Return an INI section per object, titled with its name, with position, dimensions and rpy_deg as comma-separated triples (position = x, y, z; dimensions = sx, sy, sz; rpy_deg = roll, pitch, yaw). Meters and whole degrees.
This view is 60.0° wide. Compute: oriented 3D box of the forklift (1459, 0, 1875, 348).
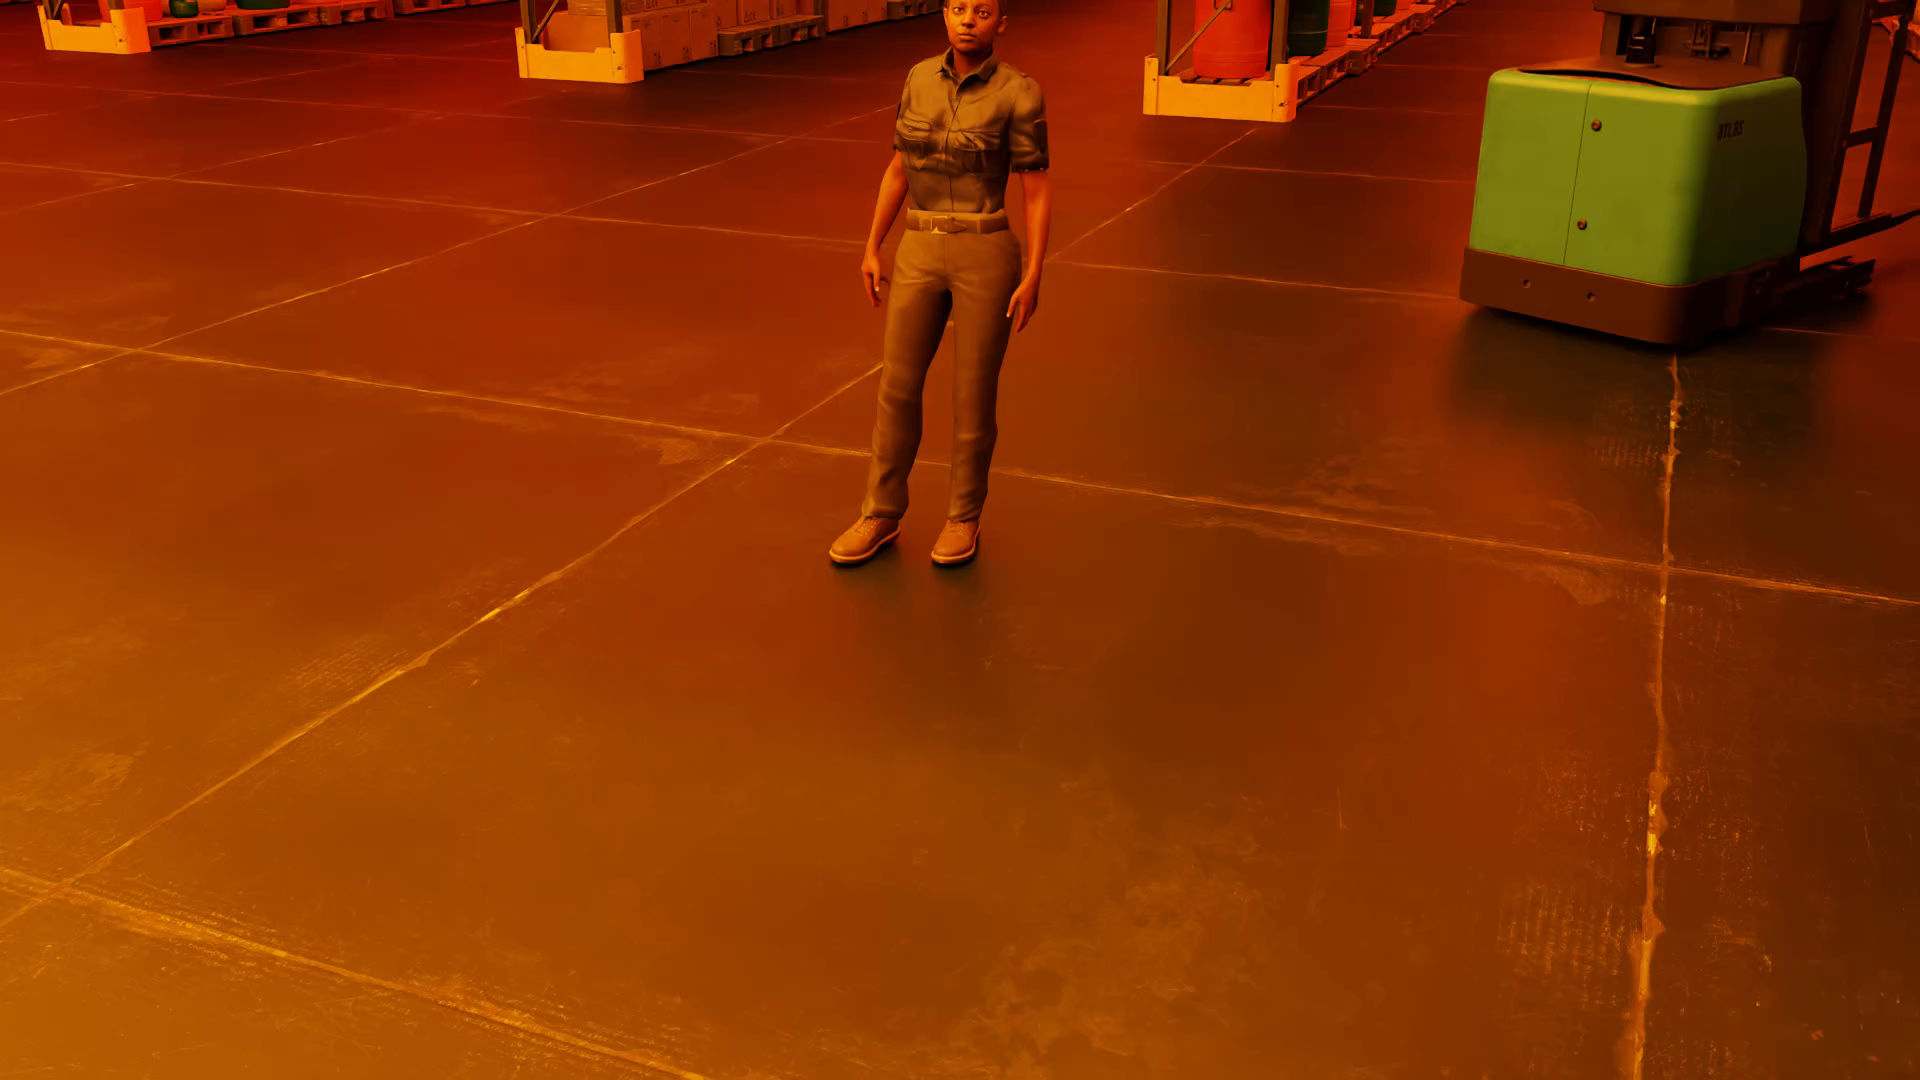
[forklift]
position = 3.703, -2.610, 7.536
dimensions = 3.031, 2.935, 1.130
rpy_deg = -18, 29, -37

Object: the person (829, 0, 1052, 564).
[person]
position = -0.052, -0.735, 4.706
dimensions = 0.569, 1.642, 0.503
rpy_deg = 9, 24, 21
